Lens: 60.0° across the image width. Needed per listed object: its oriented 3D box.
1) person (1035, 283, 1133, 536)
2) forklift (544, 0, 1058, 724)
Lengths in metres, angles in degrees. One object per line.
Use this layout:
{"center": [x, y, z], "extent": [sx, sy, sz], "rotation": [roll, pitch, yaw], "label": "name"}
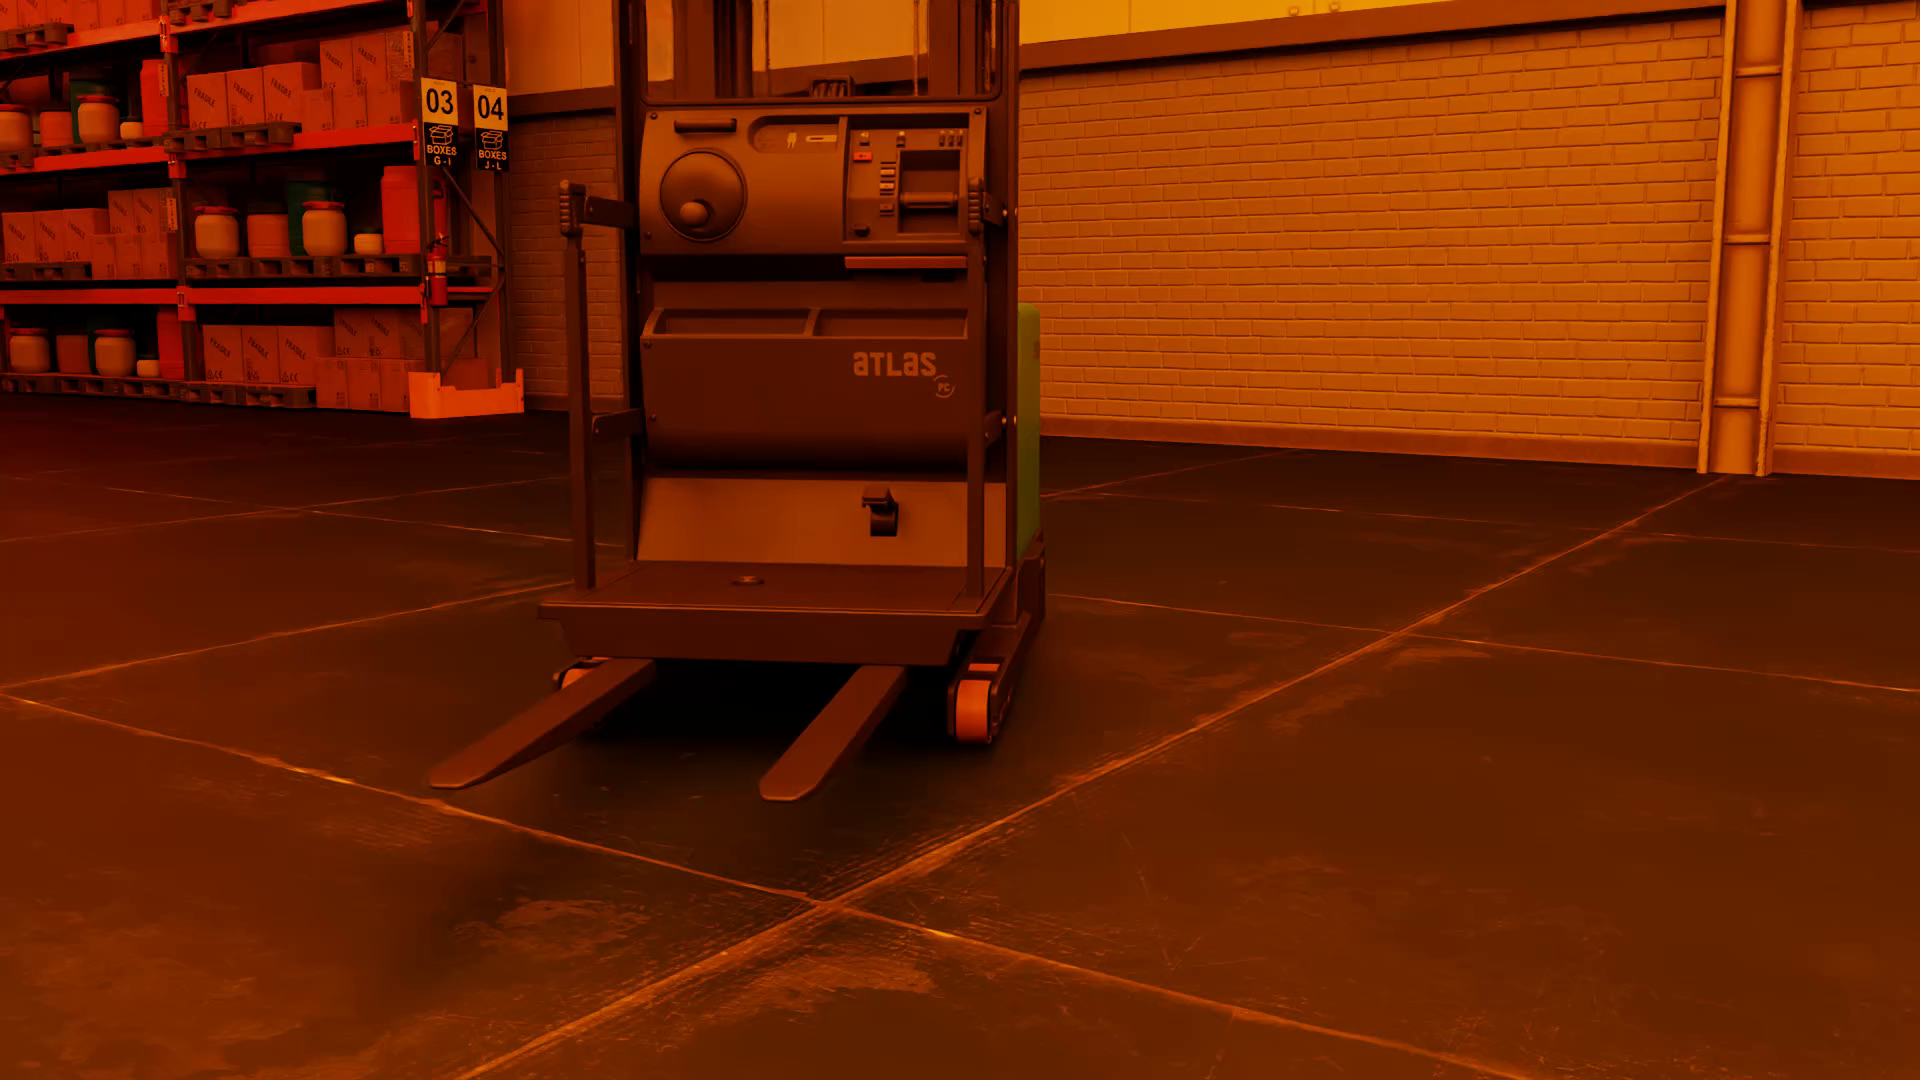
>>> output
{"center": [0.397, -0.773, 7.525], "extent": [0.864, 1.567, 1.192], "rotation": [-2, 8, -12], "label": "person"}
{"center": [-0.347, -1.076, 4.761], "extent": [1.130, 2.935, 3.031], "rotation": [1, 8, 7], "label": "forklift"}
